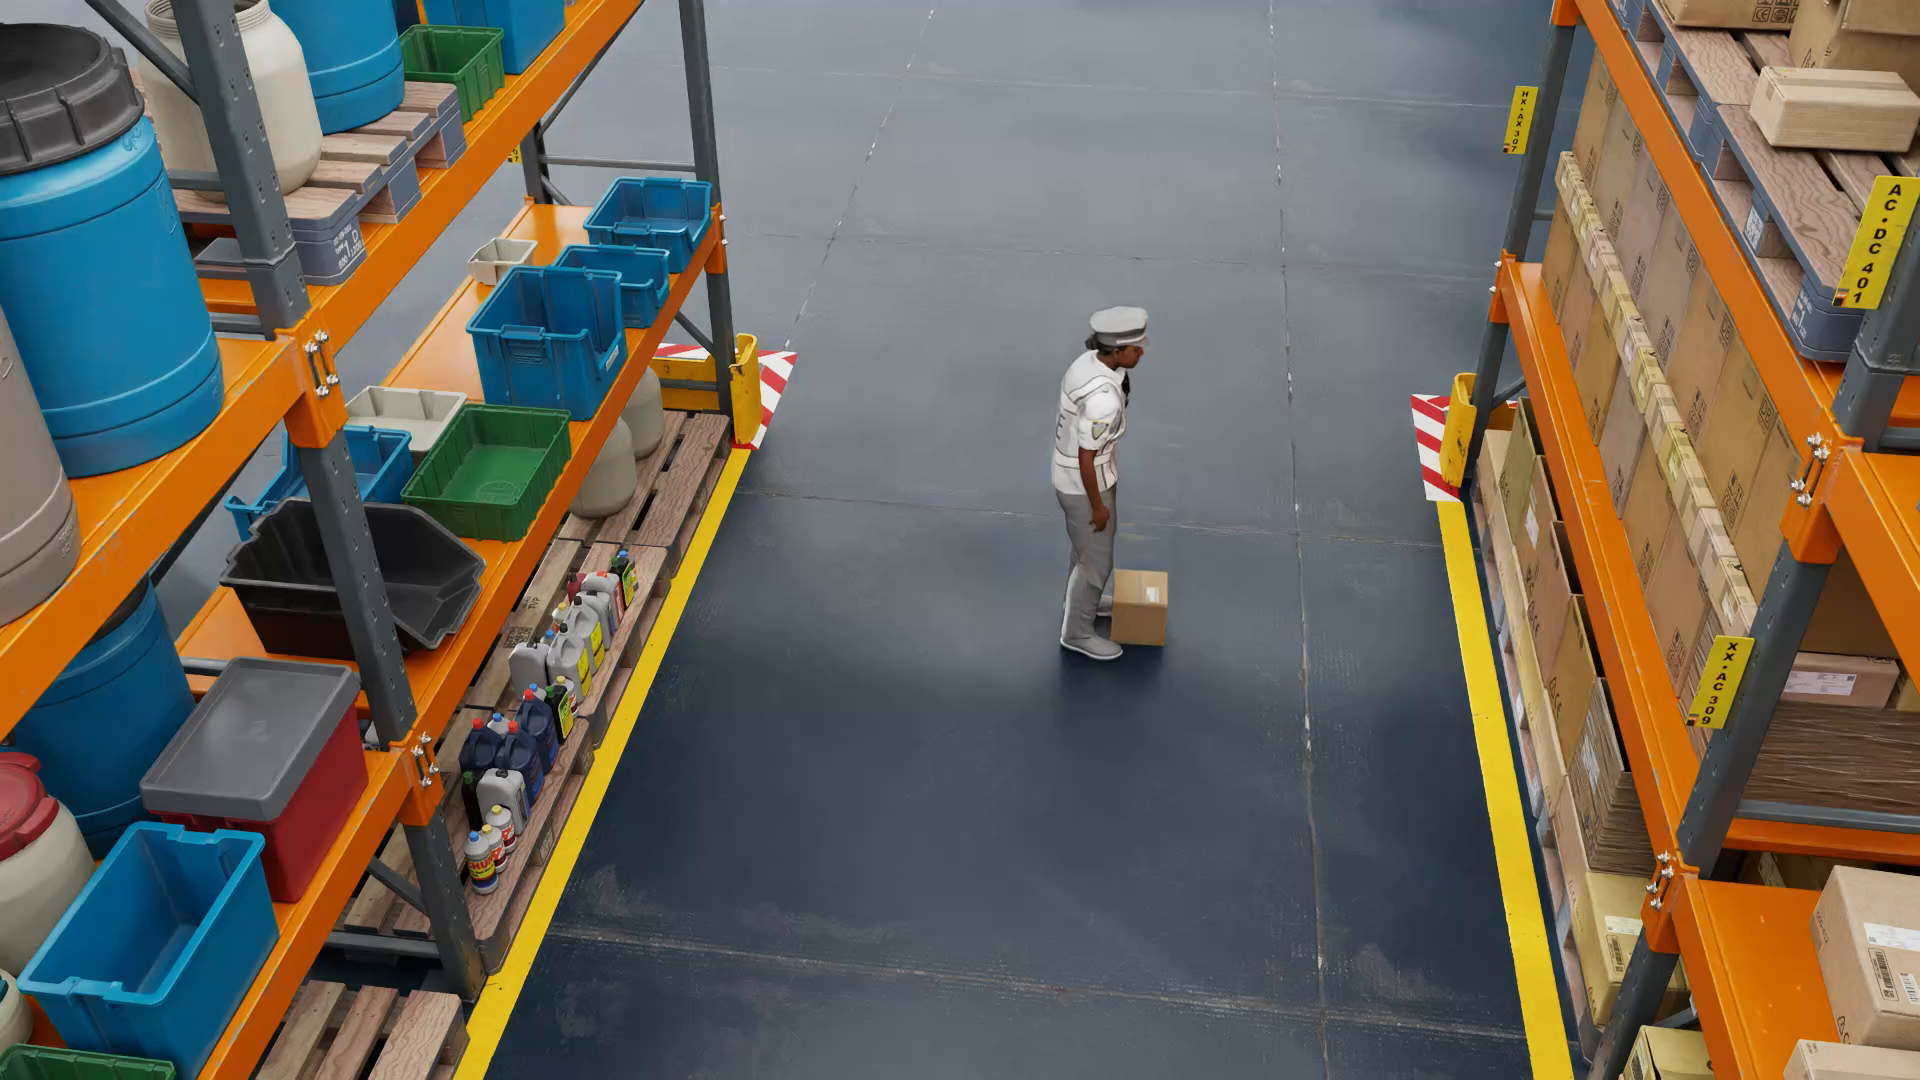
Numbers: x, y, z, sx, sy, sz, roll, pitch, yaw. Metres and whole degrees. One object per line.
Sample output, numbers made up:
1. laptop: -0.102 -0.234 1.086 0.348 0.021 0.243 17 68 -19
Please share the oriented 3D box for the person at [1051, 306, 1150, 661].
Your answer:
1. person: 0.601 -0.259 7.394 0.396 1.656 0.513 3 36 4
